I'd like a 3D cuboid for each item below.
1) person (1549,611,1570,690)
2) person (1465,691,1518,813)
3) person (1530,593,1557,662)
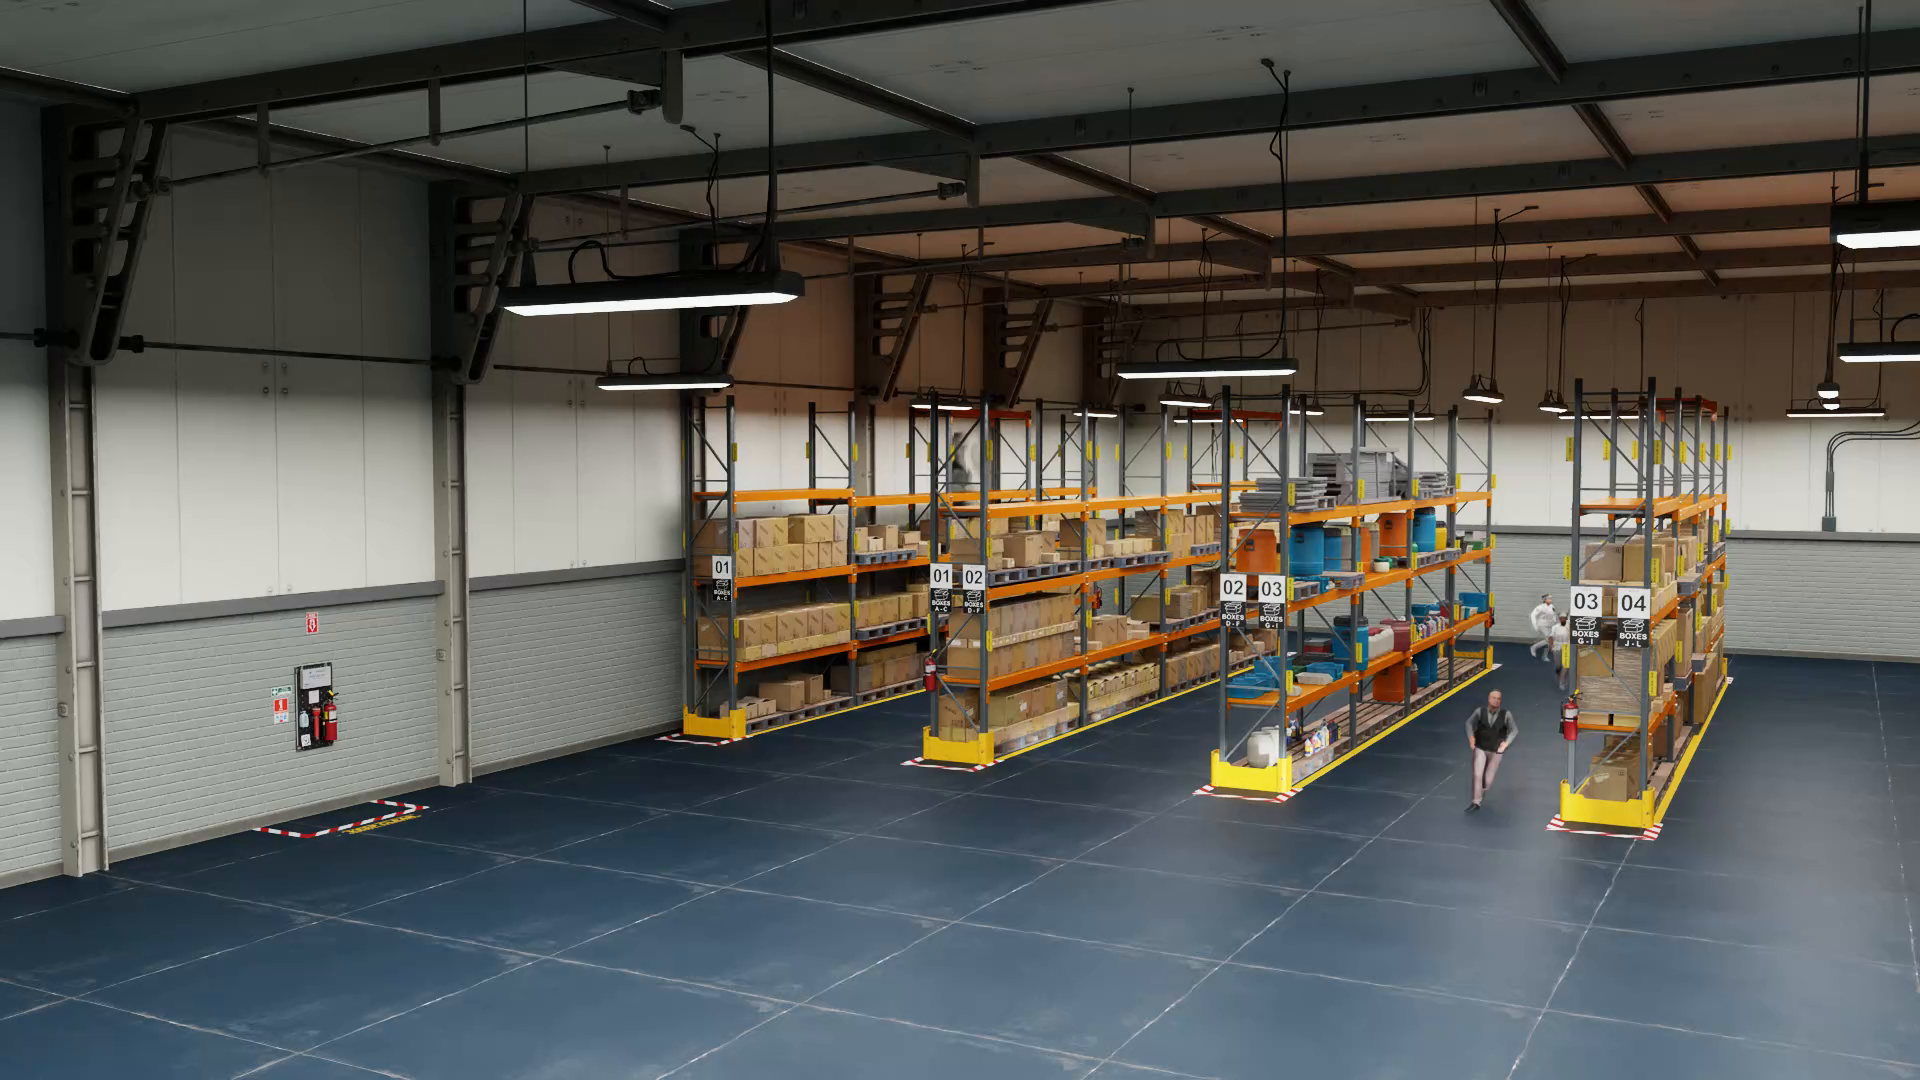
[{"bbox_3d":[12.783,2.330,35.266,0.575,1.666,0.587,1,3,19],"label":"person"},{"bbox_3d":[7.451,2.944,23.328,0.713,1.680,0.756,1,3,20],"label":"person"},{"bbox_3d":[14.081,2.105,39.984,0.719,1.646,0.493,-2,4,-37],"label":"person"}]
